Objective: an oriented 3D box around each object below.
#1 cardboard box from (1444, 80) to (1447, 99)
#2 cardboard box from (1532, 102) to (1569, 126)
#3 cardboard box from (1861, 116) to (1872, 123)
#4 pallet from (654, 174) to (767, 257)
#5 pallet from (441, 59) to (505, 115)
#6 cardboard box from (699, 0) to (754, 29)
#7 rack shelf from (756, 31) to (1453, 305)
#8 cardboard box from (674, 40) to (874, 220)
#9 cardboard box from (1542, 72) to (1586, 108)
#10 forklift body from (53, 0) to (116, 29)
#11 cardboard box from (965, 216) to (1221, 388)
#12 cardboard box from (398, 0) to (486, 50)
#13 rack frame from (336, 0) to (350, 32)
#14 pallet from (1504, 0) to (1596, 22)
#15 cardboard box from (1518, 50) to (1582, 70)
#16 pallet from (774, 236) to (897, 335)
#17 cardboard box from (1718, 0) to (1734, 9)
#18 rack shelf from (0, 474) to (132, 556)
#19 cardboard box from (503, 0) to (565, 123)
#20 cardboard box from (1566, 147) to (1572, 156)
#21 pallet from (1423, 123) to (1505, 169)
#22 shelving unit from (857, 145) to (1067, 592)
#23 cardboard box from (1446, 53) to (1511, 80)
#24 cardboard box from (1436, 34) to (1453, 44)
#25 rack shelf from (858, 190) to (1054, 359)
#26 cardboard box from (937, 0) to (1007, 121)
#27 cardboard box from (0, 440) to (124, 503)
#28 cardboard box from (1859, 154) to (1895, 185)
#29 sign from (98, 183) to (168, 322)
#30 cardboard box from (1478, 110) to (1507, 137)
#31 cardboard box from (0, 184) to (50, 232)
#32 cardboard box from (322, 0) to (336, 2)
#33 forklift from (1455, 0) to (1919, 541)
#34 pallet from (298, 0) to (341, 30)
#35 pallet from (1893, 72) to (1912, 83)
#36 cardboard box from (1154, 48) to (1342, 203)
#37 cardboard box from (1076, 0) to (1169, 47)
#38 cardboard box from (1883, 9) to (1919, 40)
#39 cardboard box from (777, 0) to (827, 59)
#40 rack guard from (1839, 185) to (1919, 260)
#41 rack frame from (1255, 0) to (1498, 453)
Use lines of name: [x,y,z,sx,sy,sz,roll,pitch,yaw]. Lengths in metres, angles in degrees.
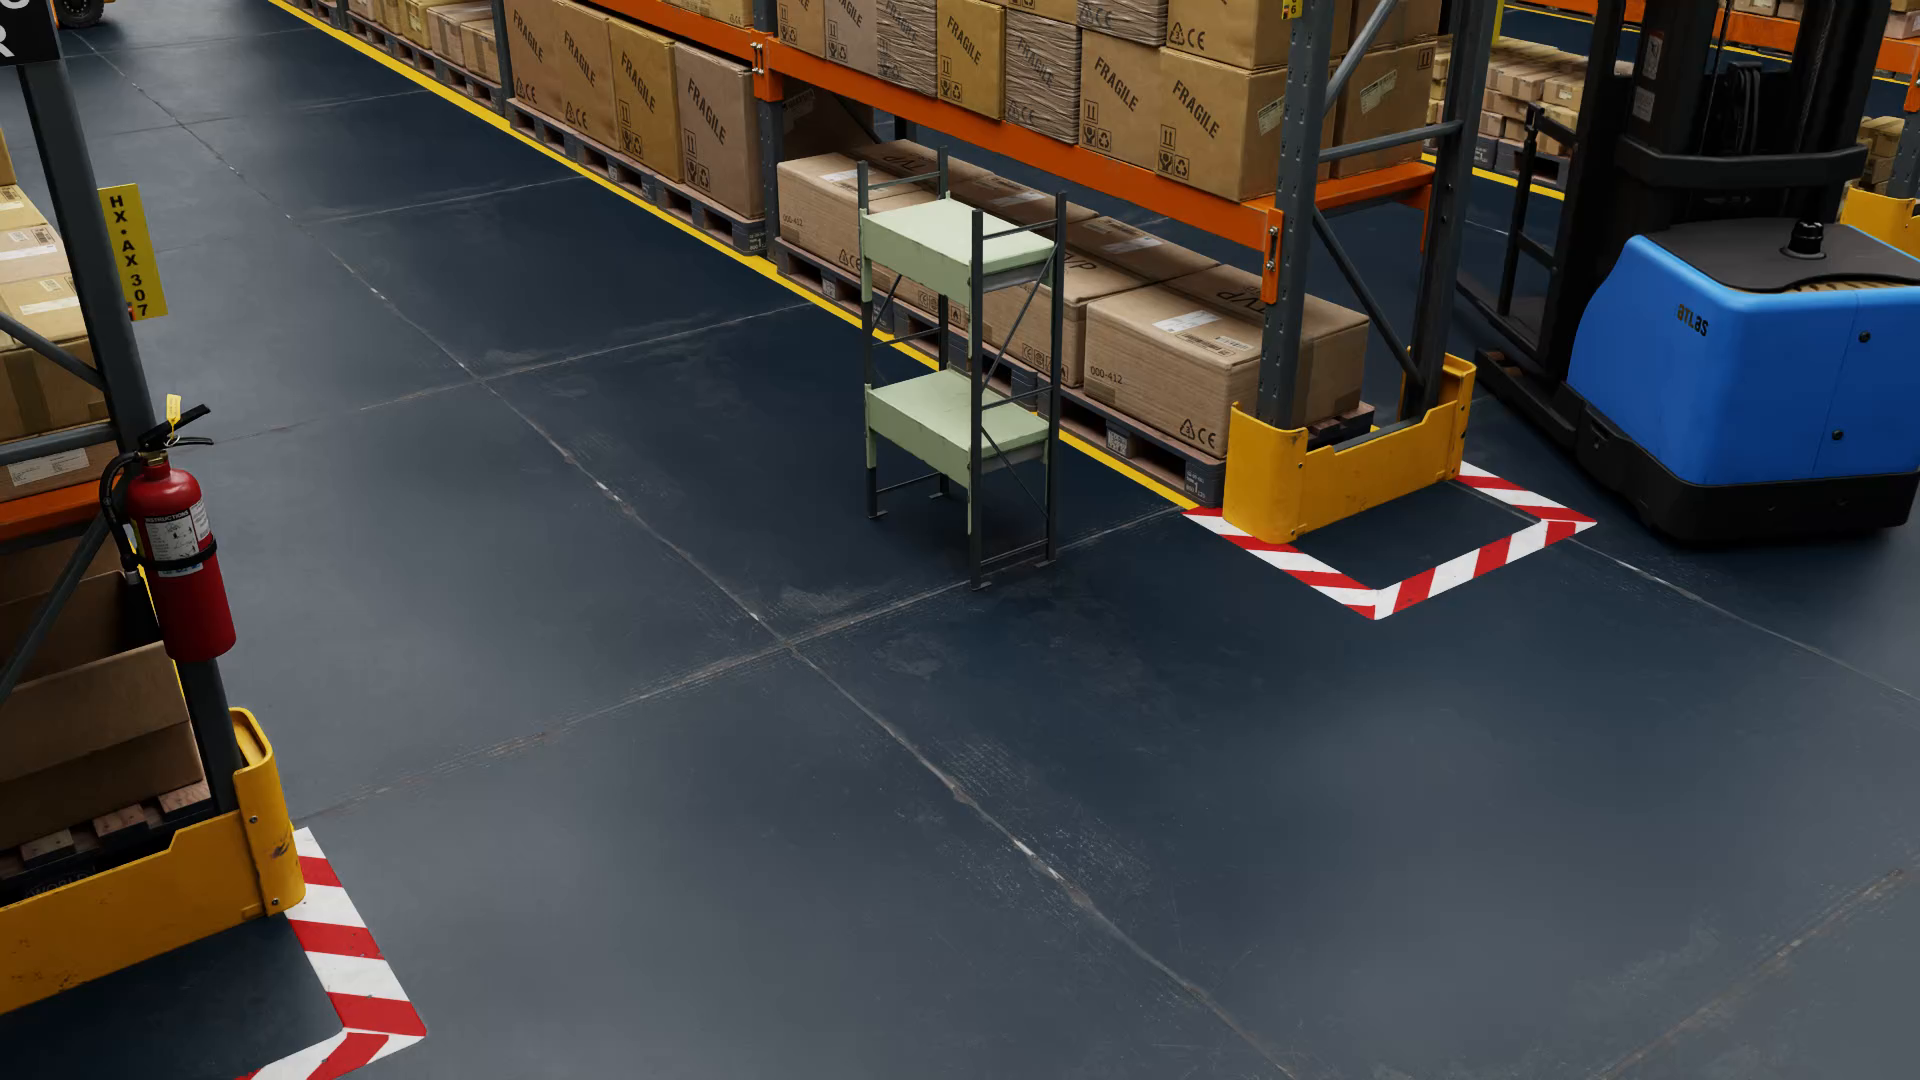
cardboard box: [3.621,-3.164,11.668,0.380,0.149,0.250,-19,34,-31]
cardboard box: [4.011,-2.829,11.051,0.380,0.149,0.250,-19,34,-31]
cardboard box: [5.316,-2.499,10.132,0.380,0.149,0.250,-18,33,-30]
pallet: [-1.201,-2.133,10.457,1.003,0.211,1.213,-19,34,-31]
pallet: [-3.465,-3.713,13.366,1.003,0.211,1.213,-19,34,-31]
cardboard box: [-1.158,-3.118,9.506,0.500,0.250,0.500,-20,34,-32]
rack shelf: [0.468,-1.986,8.017,1.077,0.370,4.000,-19,34,-31]
cardboard box: [-1.117,-2.549,10.087,0.875,0.875,0.875,-18,33,-29]
cardboard box: [4.087,-2.983,11.024,0.380,0.149,0.250,-20,35,-33]
forklift body: [-9.108,-5.764,15.109,2.313,2.155,1.214,-19,34,-31]
cardboard box: [0.626,-1.165,7.997,0.875,0.438,0.875,-18,33,-29]
cardboard box: [-4.202,-4.468,14.147,0.950,0.372,0.625,-18,33,-29]
rack frame: [-5.333,-6.190,15.004,1.000,3.000,0.127,-19,34,-31]
pallet: [6.159,-5.351,16.382,1.003,0.211,1.213,-19,34,-31]
cardboard box: [4.117,-3.310,11.626,0.380,0.149,0.250,-18,33,-29]
pallet: [-0.315,-1.537,9.359,1.003,0.211,1.213,-19,34,-31]
cardboard box: [4.615,-3.276,9.902,0.380,0.149,0.250,-20,35,-33]
rack shelf: [-3.573,-0.610,5.484,1.077,0.370,4.000,-19,34,-31]
cardboard box: [-2.679,-3.594,12.011,0.875,0.875,0.875,-19,34,-31]
cardboard box: [4.231,-2.616,10.971,0.380,0.149,0.250,-18,33,-29]
pallet: [3.700,-3.012,12.076,1.003,0.211,1.213,-19,34,-31]
shelving unit: [-0.004,-0.662,6.397,0.431,1.500,0.755,-19,34,-31]
cardboard box: [3.611,-3.283,11.575,0.380,0.149,0.250,-19,34,-31]
cardboard box: [3.700,-3.616,12.189,0.380,0.149,0.250,-18,33,-29]
rack shelf: [-0.004,-1.005,6.211,0.431,0.370,0.720,-19,34,-31]
cardboard box: [0.237,-2.276,7.694,0.500,0.500,0.500,-18,33,-29]
cardboard box: [-2.380,-0.242,4.316,0.380,0.149,0.250,-19,34,-31]
cardboard box: [5.507,-2.271,10.025,0.380,0.149,0.250,-17,33,-29]
sign: [-1.971,-0.680,3.951,0.100,0.325,0.005,-19,34,-31]
cardboard box: [3.760,-2.920,11.530,0.380,0.149,0.250,-20,34,-32]
cardboard box: [-3.046,-0.857,5.030,0.500,0.250,0.500,-19,34,-32]
cardboard box: [-5.895,-5.321,15.846,0.500,0.250,0.500,-17,33,-28]
forklift: [3.135,-1.965,7.297,1.130,2.935,3.031,-4,29,-7]
pallet: [-5.751,-5.215,16.132,1.003,0.211,1.213,-19,34,-31]
pallet: [8.469,-3.805,13.536,1.003,0.211,1.213,-19,34,-31]
cardboard box: [1.133,-1.683,6.600,0.500,0.500,0.500,-19,34,-30]
cardboard box: [0.827,-2.324,6.734,0.500,0.500,0.500,-19,34,-30]
cardboard box: [5.182,-2.872,9.159,0.380,0.149,0.250,-19,34,-31]
cardboard box: [-0.633,-2.868,8.784,0.500,0.500,0.500,-18,33,-29]
rack guard: [5.557,-1.865,9.660,1.175,0.500,0.348,-19,34,-31]
rack frame: [1.628,-1.524,6.414,1.000,3.000,0.127,-19,34,-31]
